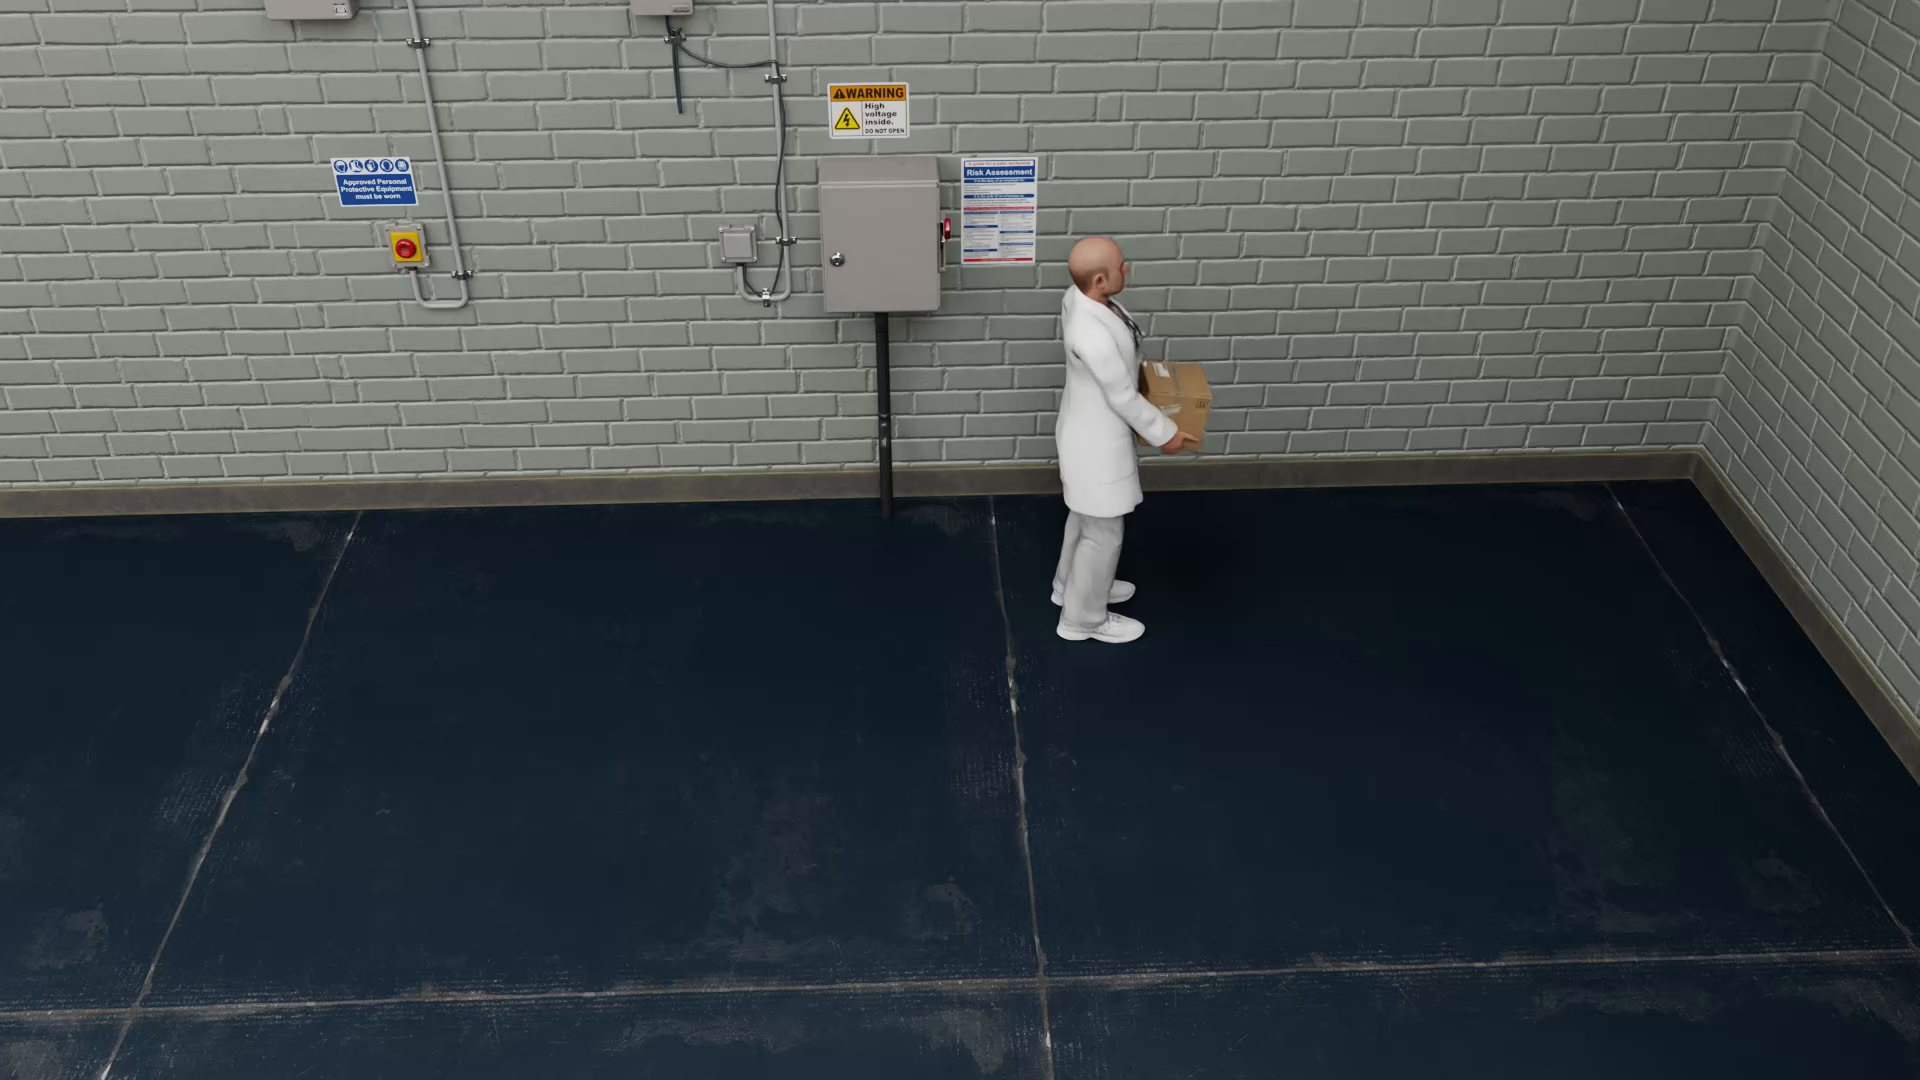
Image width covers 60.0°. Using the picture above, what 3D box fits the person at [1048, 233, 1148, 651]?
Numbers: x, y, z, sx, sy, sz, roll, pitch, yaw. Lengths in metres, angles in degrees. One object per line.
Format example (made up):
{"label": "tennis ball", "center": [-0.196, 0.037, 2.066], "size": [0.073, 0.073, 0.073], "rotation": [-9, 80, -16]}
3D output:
{"label": "person", "center": [0.568, -0.407, 6.742], "size": [0.424, 1.776, 0.596], "rotation": [-2, 35, -4]}
